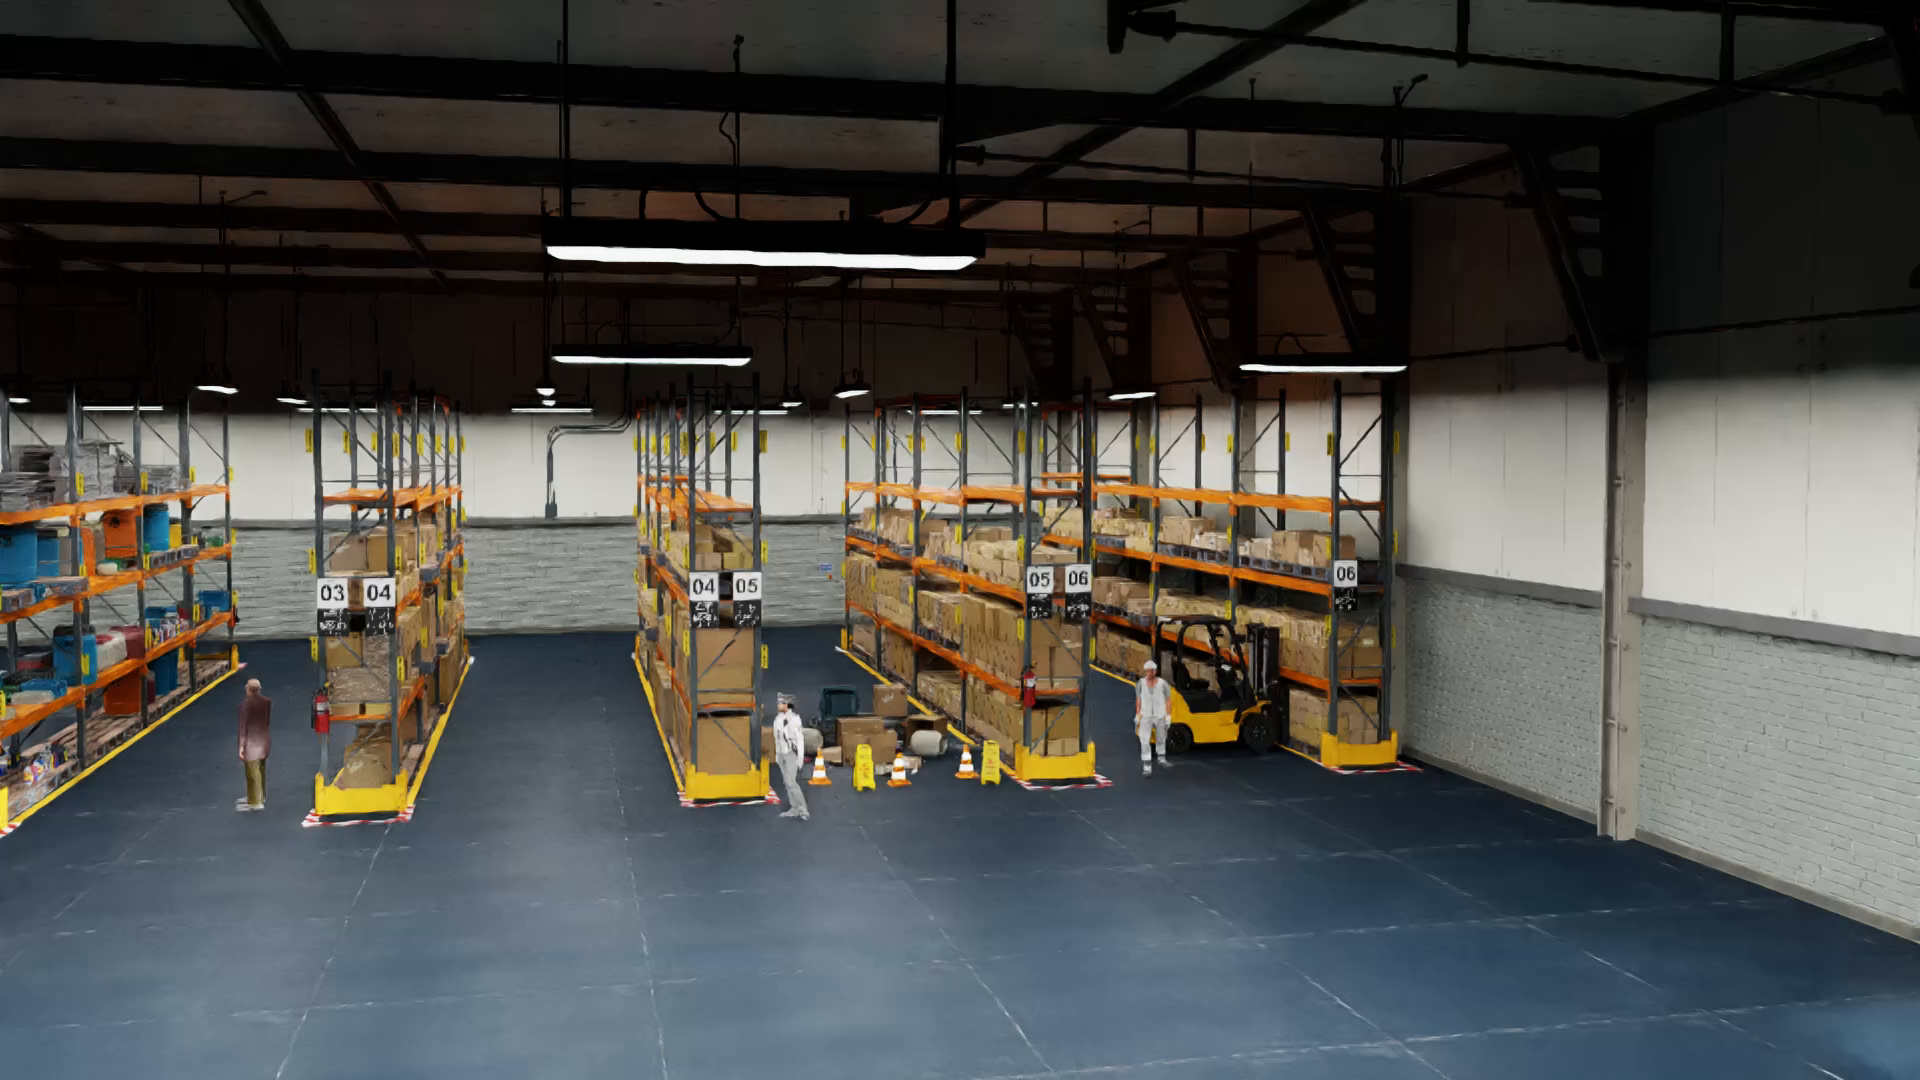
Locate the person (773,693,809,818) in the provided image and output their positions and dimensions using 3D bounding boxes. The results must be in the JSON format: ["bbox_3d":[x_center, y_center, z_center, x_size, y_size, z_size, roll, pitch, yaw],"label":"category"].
[{"bbox_3d":[-2.259,2.873,22.230,0.389,1.670,0.552,-3,4,-42],"label":"person"}]

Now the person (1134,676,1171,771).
[{"bbox_3d":[2.930,2.759,25.256,0.564,1.470,0.776,0,3,8],"label":"person"}]

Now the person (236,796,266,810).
[{"bbox_3d":[-9.729,3.596,22.852,0.551,0.147,0.488,1,3,16],"label":"person"}]
